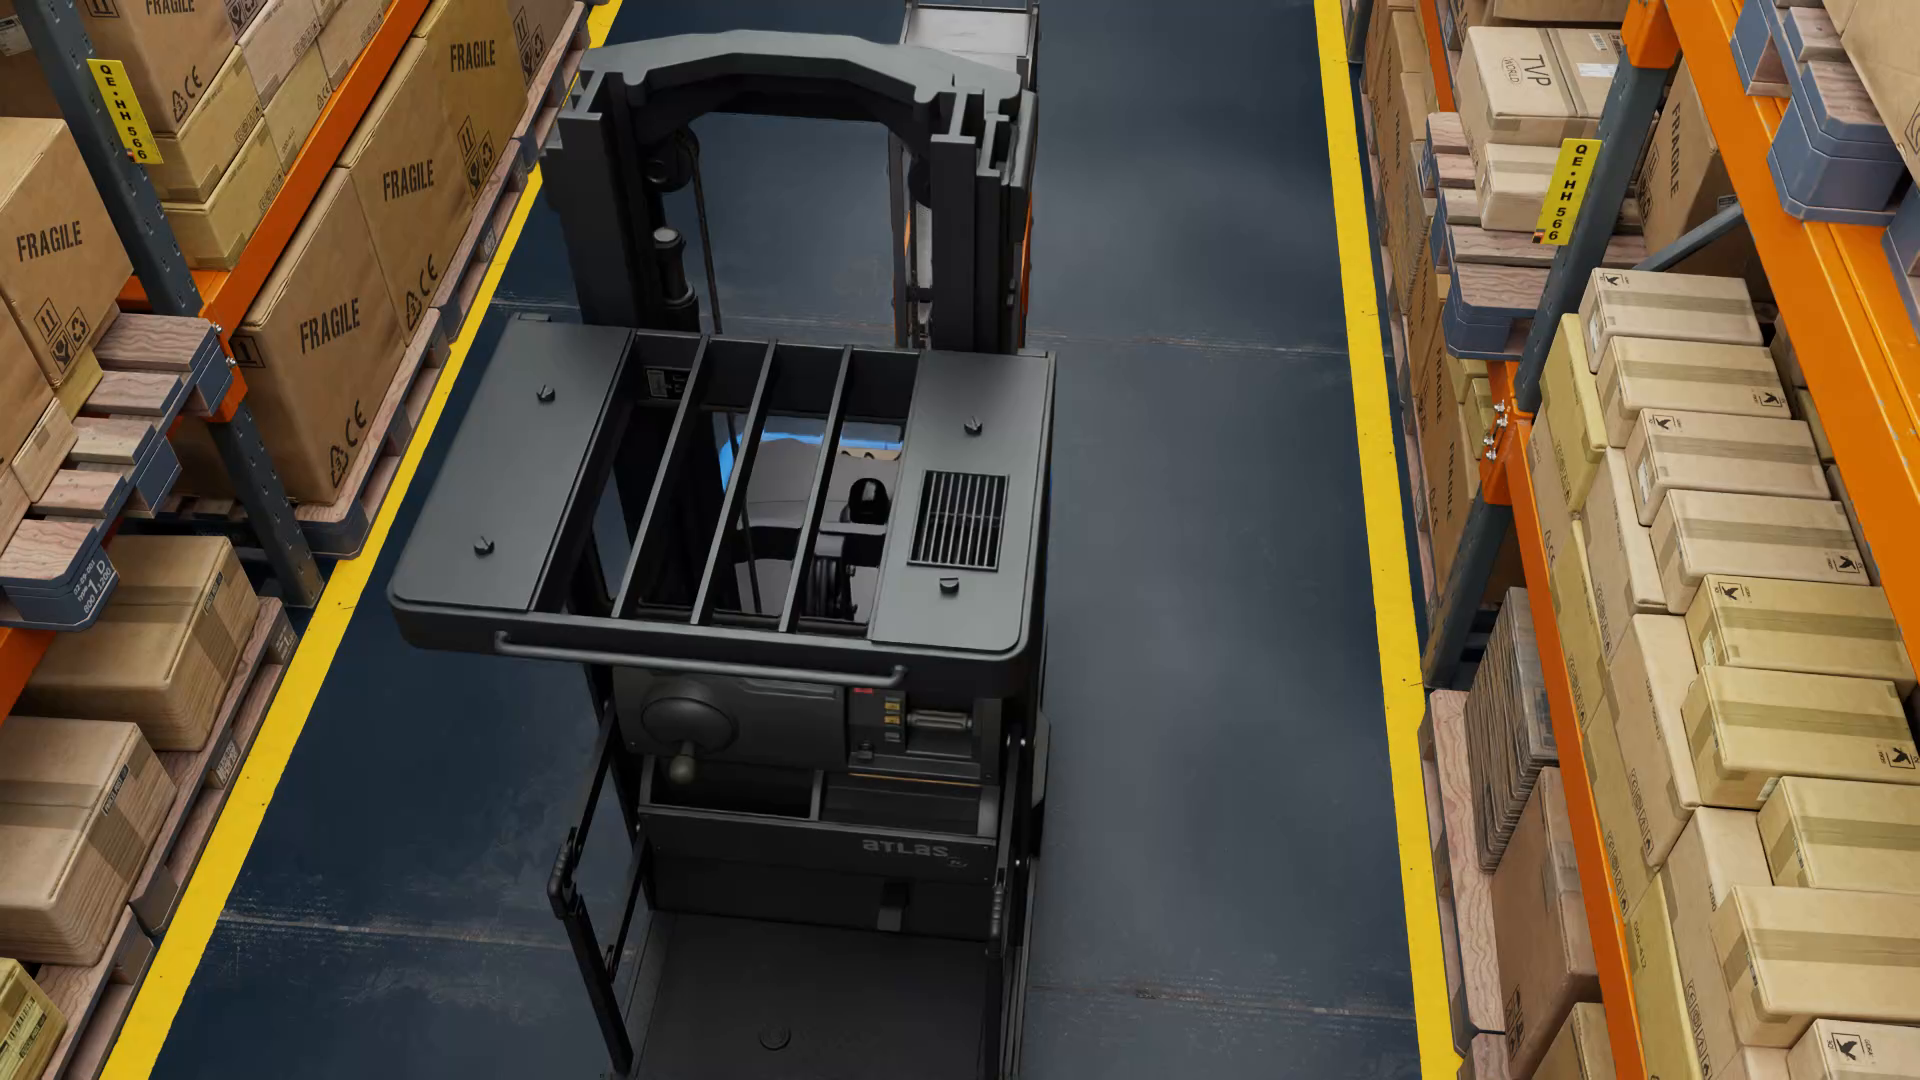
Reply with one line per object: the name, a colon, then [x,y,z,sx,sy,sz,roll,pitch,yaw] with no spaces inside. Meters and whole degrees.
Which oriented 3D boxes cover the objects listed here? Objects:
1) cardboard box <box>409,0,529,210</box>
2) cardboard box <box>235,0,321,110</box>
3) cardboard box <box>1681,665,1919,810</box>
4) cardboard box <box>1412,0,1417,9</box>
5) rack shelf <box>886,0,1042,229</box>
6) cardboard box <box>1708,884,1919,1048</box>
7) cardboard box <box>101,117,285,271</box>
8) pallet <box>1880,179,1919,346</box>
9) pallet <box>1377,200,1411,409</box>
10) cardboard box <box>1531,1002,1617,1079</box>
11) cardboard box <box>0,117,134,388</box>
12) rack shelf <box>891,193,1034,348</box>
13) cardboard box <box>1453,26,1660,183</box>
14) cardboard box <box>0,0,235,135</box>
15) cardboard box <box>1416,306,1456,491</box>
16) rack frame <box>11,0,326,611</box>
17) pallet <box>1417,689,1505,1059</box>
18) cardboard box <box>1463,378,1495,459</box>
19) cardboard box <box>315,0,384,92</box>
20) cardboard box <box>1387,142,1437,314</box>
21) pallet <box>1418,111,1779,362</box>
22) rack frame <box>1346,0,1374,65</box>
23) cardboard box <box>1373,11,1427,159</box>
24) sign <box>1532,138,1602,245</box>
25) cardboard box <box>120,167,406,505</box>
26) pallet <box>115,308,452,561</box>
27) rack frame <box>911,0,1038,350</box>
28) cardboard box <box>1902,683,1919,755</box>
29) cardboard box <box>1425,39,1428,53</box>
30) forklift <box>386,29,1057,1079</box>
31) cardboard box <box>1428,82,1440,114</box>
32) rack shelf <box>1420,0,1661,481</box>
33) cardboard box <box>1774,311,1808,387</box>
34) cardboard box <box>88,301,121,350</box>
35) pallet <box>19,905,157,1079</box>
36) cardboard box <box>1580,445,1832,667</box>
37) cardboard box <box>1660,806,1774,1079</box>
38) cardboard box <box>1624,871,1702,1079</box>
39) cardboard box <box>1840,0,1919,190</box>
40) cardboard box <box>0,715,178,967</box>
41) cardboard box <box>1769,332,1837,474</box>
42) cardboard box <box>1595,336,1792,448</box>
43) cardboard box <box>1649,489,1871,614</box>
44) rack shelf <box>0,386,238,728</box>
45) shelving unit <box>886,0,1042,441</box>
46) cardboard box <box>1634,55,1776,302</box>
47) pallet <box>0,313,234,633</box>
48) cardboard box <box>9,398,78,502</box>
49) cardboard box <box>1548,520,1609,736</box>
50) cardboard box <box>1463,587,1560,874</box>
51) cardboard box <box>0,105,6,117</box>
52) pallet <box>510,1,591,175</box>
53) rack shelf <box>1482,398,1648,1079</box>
cardboard box: [-2.516,-2.074,7.270,0.875,0.875,0.875,5,48,5]
cardboard box: [-2.489,-1.689,5.525,0.500,0.250,0.500,5,48,4]
cardboard box: [1.685,0.406,3.338,0.380,0.149,0.250,5,48,4]
cardboard box: [2.233,-2.506,7.479,0.380,0.149,0.250,3,48,2]
rack shelf: [0.015,-1.294,5.080,0.431,0.518,0.480,4,48,4]
cardboard box: [1.594,0.775,3.001,0.380,0.149,0.250,3,48,2]
cardboard box: [-2.534,-1.128,5.350,0.500,0.250,0.500,3,48,3]
pallet: [2.042,-0.126,2.428,1.003,0.211,1.213,6,48,5]
pallet: [2.334,-1.003,7.025,1.003,0.211,1.213,4,48,4]
cardboard box: [1.931,1.588,4.089,0.875,0.625,0.625,2,48,2]
cardboard box: [-2.594,-0.759,4.357,0.500,0.500,0.500,3,48,2]
rack shelf: [0.015,-0.821,5.597,0.431,0.518,0.480,4,48,4]
cardboard box: [1.888,-1.393,5.308,0.500,0.250,0.500,2,48,2]
cardboard box: [-2.541,-1.553,4.892,0.500,0.500,0.500,2,48,2]
cardboard box: [1.995,-0.495,6.079,0.500,0.500,0.500,3,48,3]
rack frame: [-2.829,-0.835,4.981,1.000,3.000,0.127,4,48,4]
pallet: [2.000,1.039,5.157,1.003,0.211,1.213,4,48,4]
cardboard box: [1.907,-0.401,5.554,0.380,0.149,0.250,2,48,2]
cardboard box: [-2.451,-1.891,6.049,0.500,0.250,0.500,5,48,5]
cardboard box: [2.068,-1.262,6.781,0.500,0.500,0.500,2,48,2]
pallet: [2.106,-0.942,5.209,1.213,0.211,1.003,4,48,4]
rack frame: [2.479,-3.444,7.367,1.000,3.000,0.127,4,48,4]
cardboard box: [2.172,-2.010,7.465,0.500,0.500,0.500,3,48,3]
sign: [1.573,-0.898,4.308,0.100,0.325,0.005,4,48,4]
cardboard box: [-2.684,-0.762,6.070,0.875,0.875,0.875,3,48,3]
pallet: [-2.682,-0.469,6.536,1.003,0.211,1.213,4,48,4]
rack frame: [0.037,-1.010,5.750,0.400,2.100,0.015,4,48,4]
cardboard box: [2.257,0.470,3.550,0.500,0.250,0.500,4,48,3]
cardboard box: [2.209,-2.115,7.121,0.380,0.149,0.250,3,48,3]
forklift: [-0.382,0.509,3.798,1.130,2.935,3.031,5,48,4]
cardboard box: [2.124,-1.751,6.789,0.380,0.149,0.250,5,48,5]
rack shelf: [2.296,-1.731,6.288,1.077,0.370,4.000,4,48,4]
cardboard box: [2.286,-0.504,4.171,0.380,0.149,0.250,5,48,5]
cardboard box: [-2.625,-0.636,4.684,0.380,0.149,0.250,5,48,5]
pallet: [-3.016,1.574,4.668,1.003,0.211,1.213,4,48,4]
cardboard box: [1.784,0.055,3.930,0.500,0.250,0.500,5,48,5]
cardboard box: [1.696,0.815,3.234,0.500,0.250,0.500,4,48,4]
cardboard box: [1.691,0.985,3.418,0.500,0.250,0.500,5,48,5]
cardboard box: [1.859,-0.833,2.526,0.700,0.500,0.500,3,48,3]
cardboard box: [-2.950,0.867,4.921,0.950,0.372,0.625,3,48,3]
cardboard box: [2.350,-0.274,4.231,0.500,0.250,0.500,5,48,4]
cardboard box: [1.769,-0.346,4.027,0.380,0.149,0.250,5,48,4]
cardboard box: [1.760,0.037,3.676,0.380,0.149,0.250,4,48,4]
rack shelf: [-3.012,0.877,3.903,1.077,0.370,4.000,4,48,4]
shelving unit: [0.015,-0.830,5.586,0.431,2.100,0.503,4,48,4]
cardboard box: [2.317,-1.048,4.823,0.500,0.500,0.500,6,48,5]
pallet: [-2.788,-0.240,4.567,1.213,0.211,1.003,4,48,4]
cardboard box: [-2.556,-0.246,4.328,0.380,0.149,0.250,4,48,3]
cardboard box: [1.780,0.225,4.113,0.500,0.250,0.500,3,48,3]
cardboard box: [2.044,0.613,4.982,0.875,0.625,0.625,5,48,5]
cardboard box: [-3.043,-1.604,4.939,0.500,0.500,0.500,3,48,2]
pallet: [-2.460,-2.262,8.175,1.003,0.211,1.213,4,48,4]
rack shelf: [1.932,1.208,3.600,1.077,0.370,4.000,4,48,4]
